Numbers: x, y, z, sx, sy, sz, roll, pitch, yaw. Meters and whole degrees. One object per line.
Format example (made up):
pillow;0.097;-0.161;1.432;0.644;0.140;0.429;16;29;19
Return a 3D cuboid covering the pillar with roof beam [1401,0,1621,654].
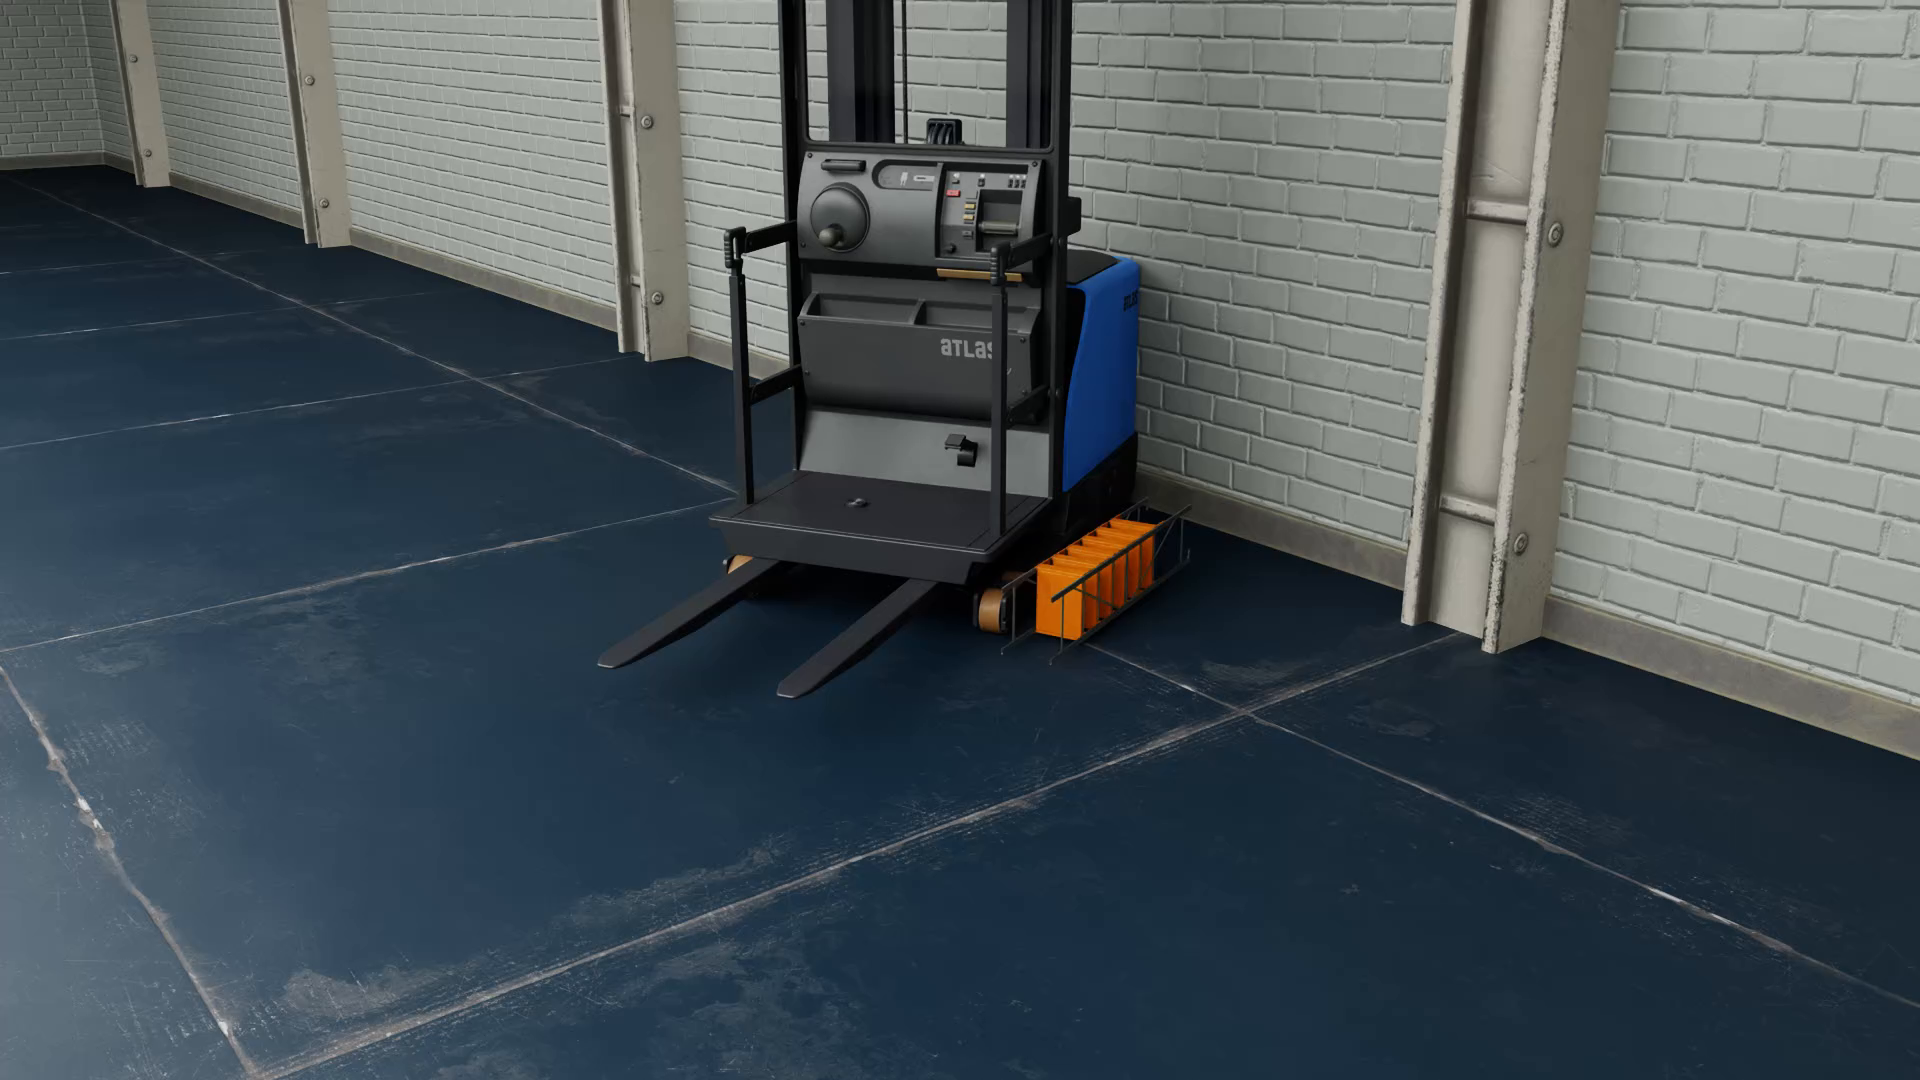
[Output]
pillar with roof beam;-1.550;-3.120;1.969;9.100;9.000;0.400;-14;23;-36

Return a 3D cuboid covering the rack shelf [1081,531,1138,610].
rack shelf;0.541;0.111;6.059;0.180;0.258;0.103;10;21;28

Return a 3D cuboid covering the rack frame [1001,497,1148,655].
rack frame;0.439;0.109;6.065;0.006;0.240;1.200;10;21;28

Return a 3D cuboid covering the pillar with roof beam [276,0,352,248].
pillar with roof beam;-9.001;-6.077;10.899;9.100;9.000;0.400;-14;23;-36

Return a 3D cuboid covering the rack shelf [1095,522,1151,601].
rack shelf;0.600;0.078;6.158;0.180;0.258;0.103;10;21;28

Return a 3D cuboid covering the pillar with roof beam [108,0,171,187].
pillar with roof beam;-12.726;-7.555;15.364;9.100;9.000;0.400;-14;23;-36

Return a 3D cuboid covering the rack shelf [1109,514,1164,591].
rack shelf;0.660;0.046;6.257;0.180;0.258;0.103;10;21;28

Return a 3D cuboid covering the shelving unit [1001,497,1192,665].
shelving unit;0.519;0.123;6.022;0.189;0.258;1.200;10;21;28

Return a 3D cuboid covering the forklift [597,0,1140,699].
forklift;-0.231;-1.207;5.845;1.130;2.935;3.031;7;20;20

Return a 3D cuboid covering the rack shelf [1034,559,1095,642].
rack shelf;0.362;0.209;5.762;0.180;0.258;0.103;10;21;28

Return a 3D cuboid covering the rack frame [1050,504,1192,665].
rack frame;0.598;0.137;5.979;0.006;0.240;1.200;10;21;28

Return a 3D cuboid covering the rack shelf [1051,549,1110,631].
rack shelf;0.422;0.177;5.861;0.180;0.258;0.103;10;21;28

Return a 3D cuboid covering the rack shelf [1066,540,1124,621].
rack shelf;0.481;0.144;5.960;0.180;0.258;0.103;10;21;28

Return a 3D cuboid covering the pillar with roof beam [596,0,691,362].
pillar with roof beam;-5.275;-4.598;6.434;9.100;9.000;0.400;-14;23;-36
